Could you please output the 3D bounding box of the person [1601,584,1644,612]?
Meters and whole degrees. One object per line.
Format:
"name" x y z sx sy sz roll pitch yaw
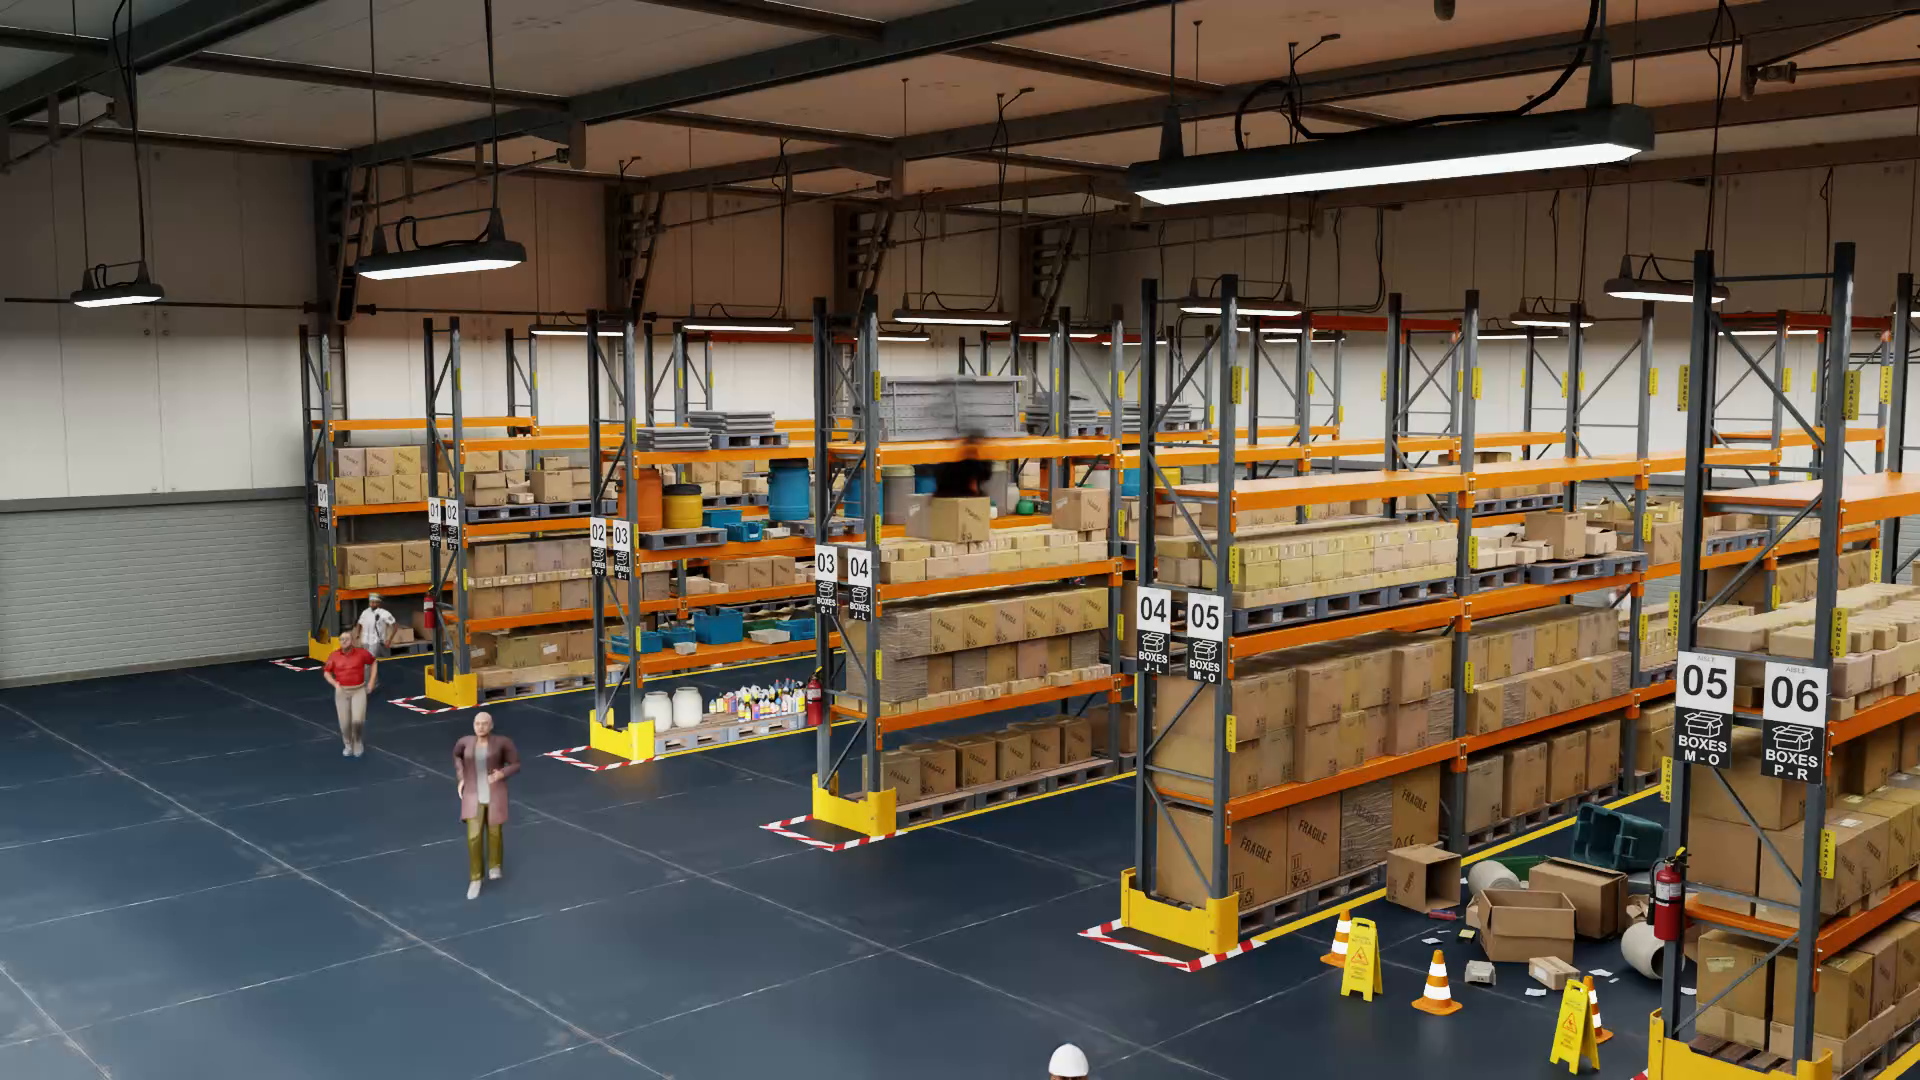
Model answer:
"person" 11.132 1.484 28.027 0.694 1.734 0.686 3 7 29

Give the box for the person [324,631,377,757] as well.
"person" -8.172 2.075 22.291 0.665 1.703 0.629 -1 6 -13

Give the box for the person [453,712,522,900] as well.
"person" -4.715 2.614 16.593 0.685 1.838 0.859 -1 6 -11

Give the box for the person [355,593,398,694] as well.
"person" -9.335 1.676 26.481 0.661 1.714 0.662 2 6 19

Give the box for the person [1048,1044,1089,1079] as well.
"person" 0.560 3.439 8.735 0.689 1.716 0.653 0 6 -1
